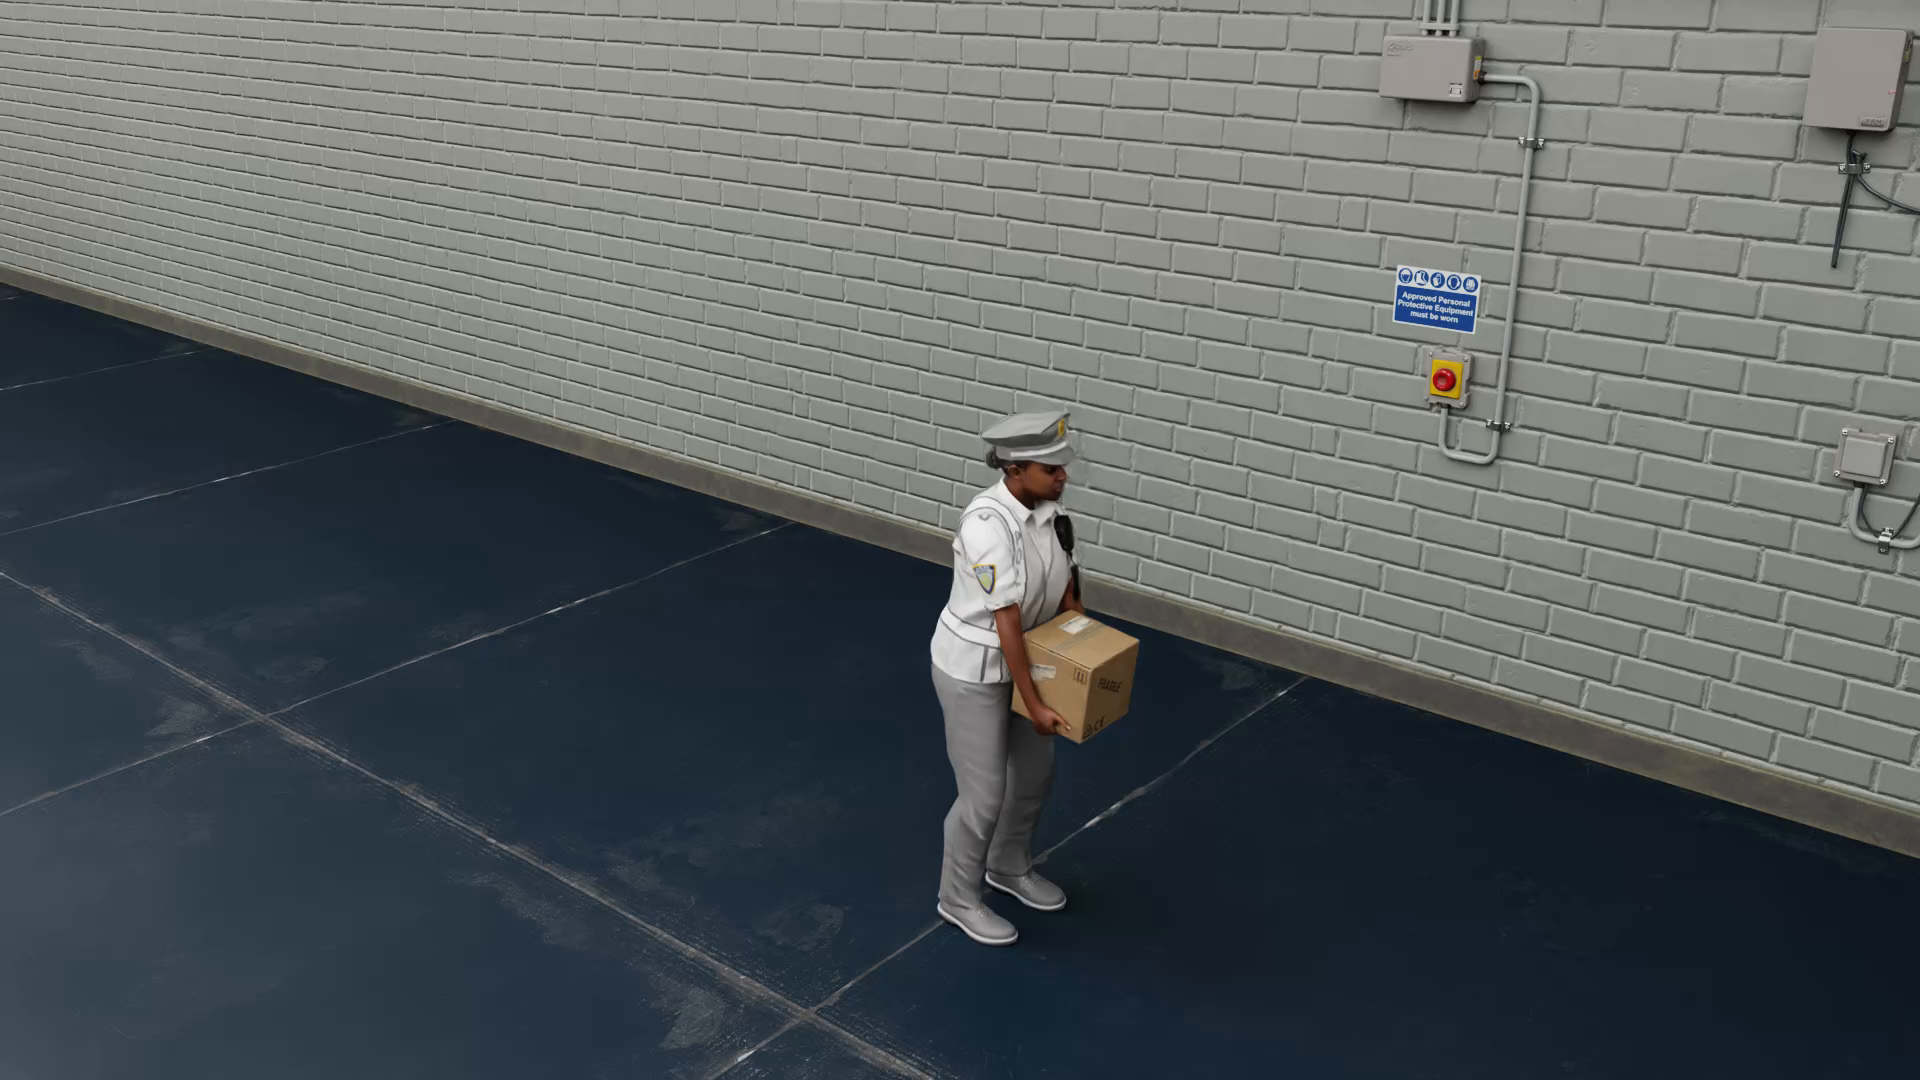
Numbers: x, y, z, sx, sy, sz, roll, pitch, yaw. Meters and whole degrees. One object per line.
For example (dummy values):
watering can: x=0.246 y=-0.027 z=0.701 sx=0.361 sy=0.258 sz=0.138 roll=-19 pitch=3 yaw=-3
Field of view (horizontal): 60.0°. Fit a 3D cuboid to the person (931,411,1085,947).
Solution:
person: x=0.188 y=0.414 z=4.970 sx=0.543 sy=1.664 sz=0.416 roll=15 pitch=25 yaw=35
